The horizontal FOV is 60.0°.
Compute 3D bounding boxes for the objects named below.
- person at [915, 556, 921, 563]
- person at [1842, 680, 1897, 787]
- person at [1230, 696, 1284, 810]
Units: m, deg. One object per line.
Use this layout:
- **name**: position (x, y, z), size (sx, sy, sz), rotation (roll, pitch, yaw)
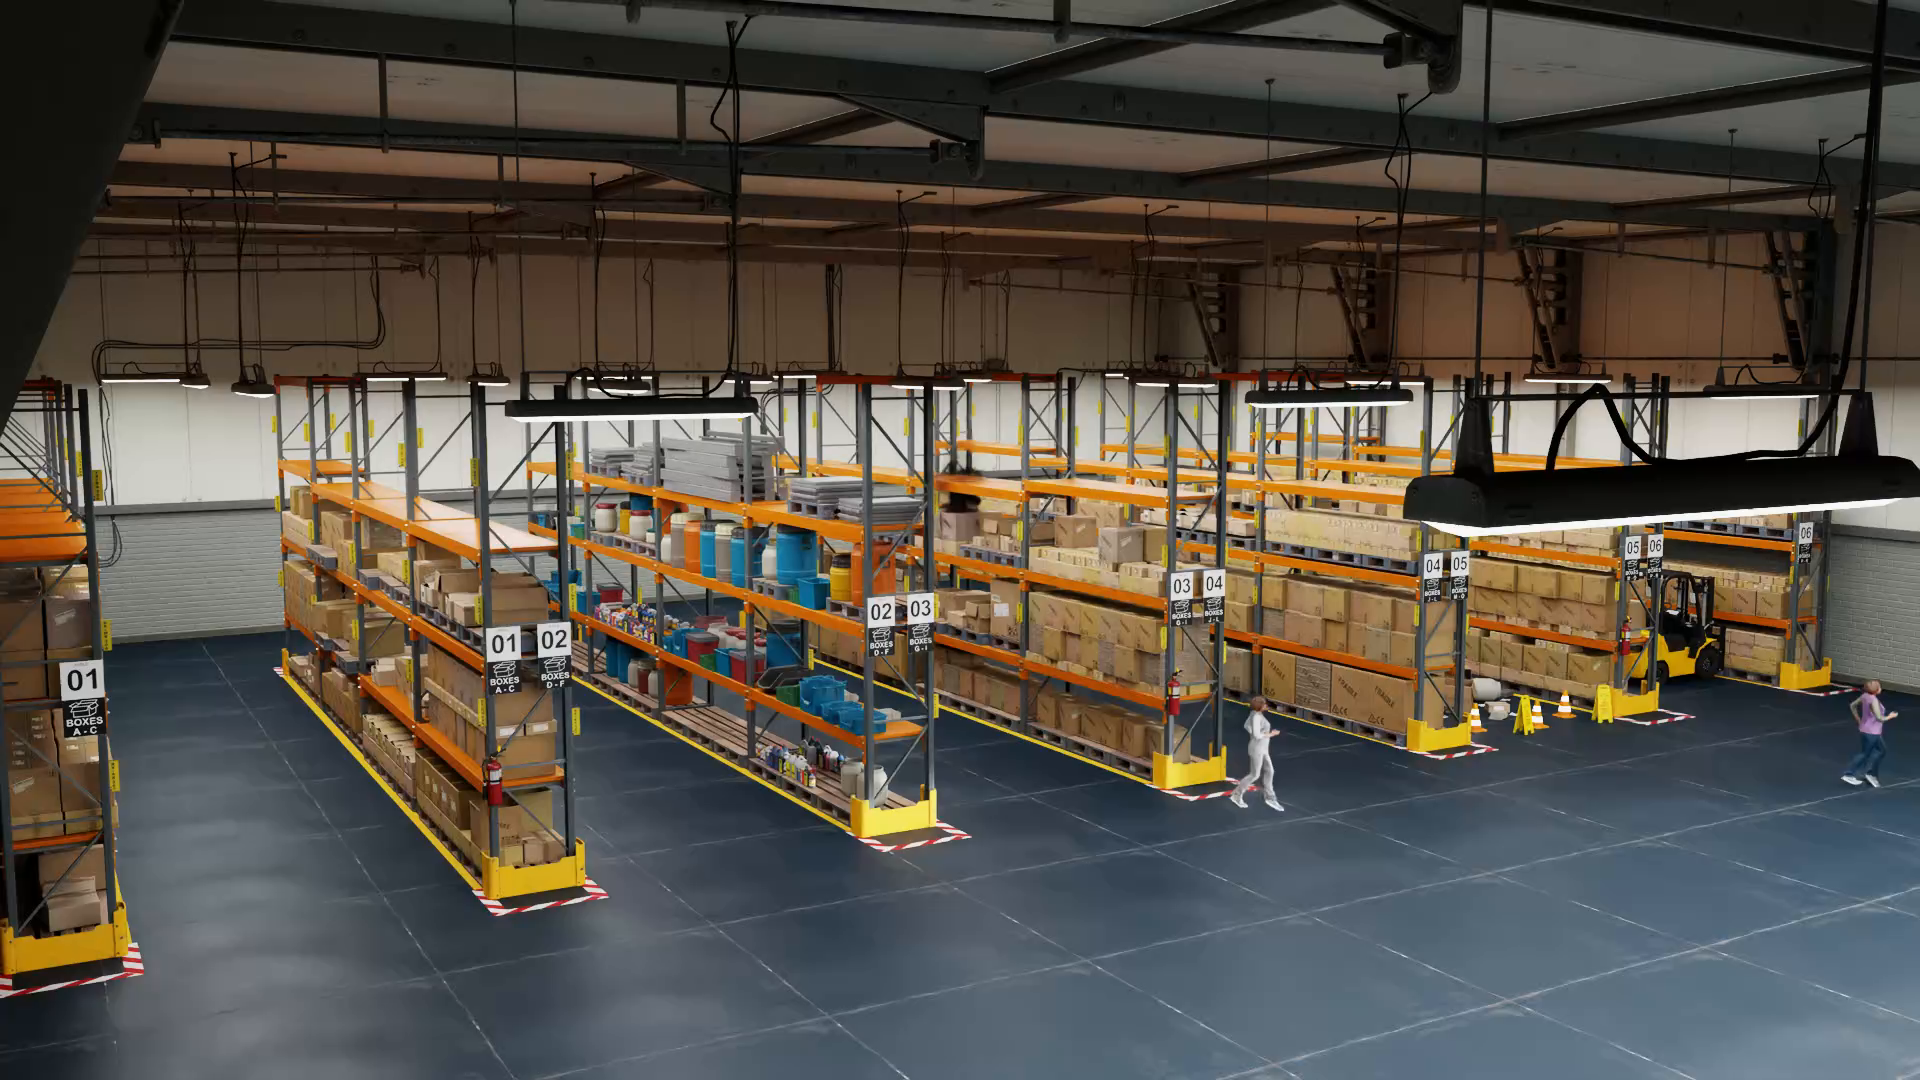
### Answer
- **person**: position (-1.080, 1.219, 38.861), size (0.765, 1.723, 0.910), rotation (-3, 7, -23)
- **person**: position (13.402, 2.864, 24.485), size (0.699, 1.643, 0.520), rotation (2, 7, 17)
- **person**: position (4.158, 2.986, 23.235), size (0.733, 1.631, 0.538), rotation (2, 6, 15)
